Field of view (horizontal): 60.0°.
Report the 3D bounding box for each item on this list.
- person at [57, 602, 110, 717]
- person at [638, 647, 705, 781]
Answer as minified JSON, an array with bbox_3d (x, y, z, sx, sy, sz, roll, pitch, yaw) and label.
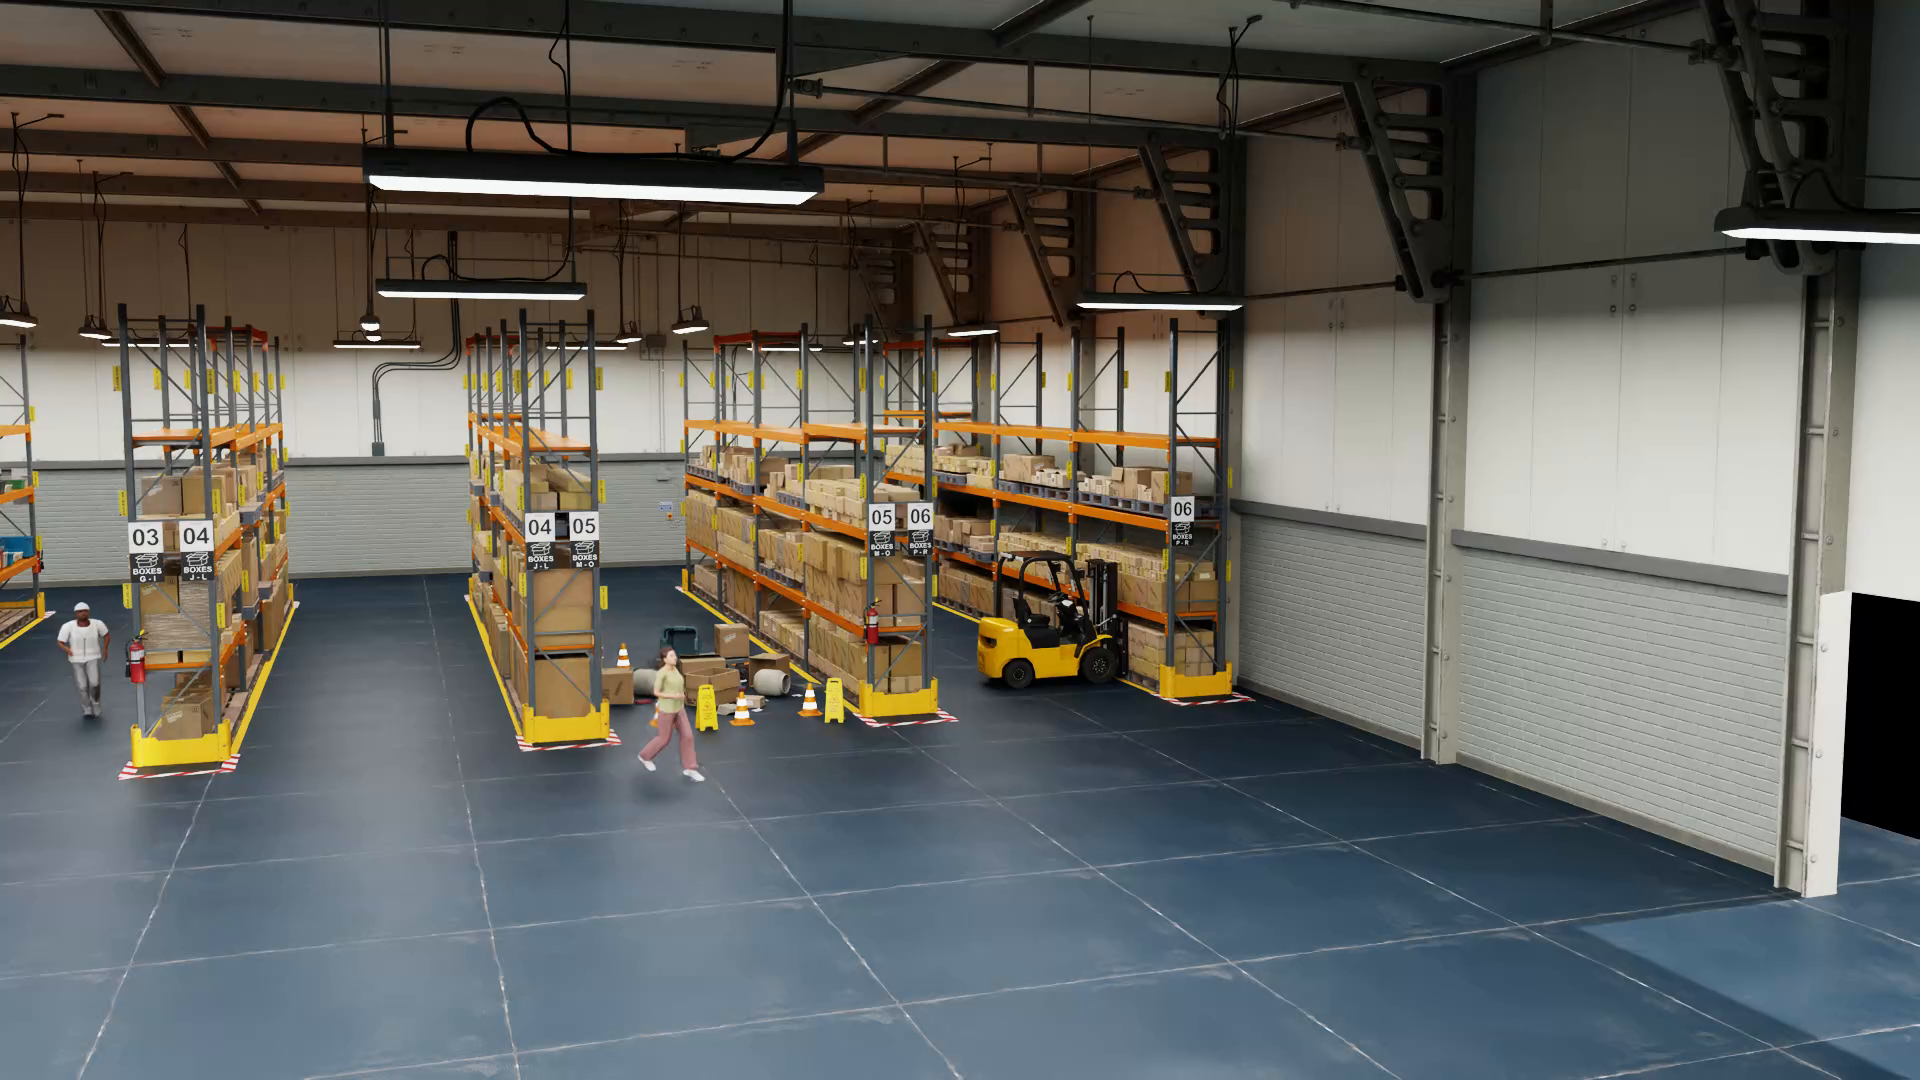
[{"bbox_3d":[-13.007,1.792,24.701,0.698,1.738,0.632,-3,6,-26],"label":"person"},{"bbox_3d":[-3.661,2.177,20.989,0.964,1.680,0.588,3,6,28],"label":"person"}]
